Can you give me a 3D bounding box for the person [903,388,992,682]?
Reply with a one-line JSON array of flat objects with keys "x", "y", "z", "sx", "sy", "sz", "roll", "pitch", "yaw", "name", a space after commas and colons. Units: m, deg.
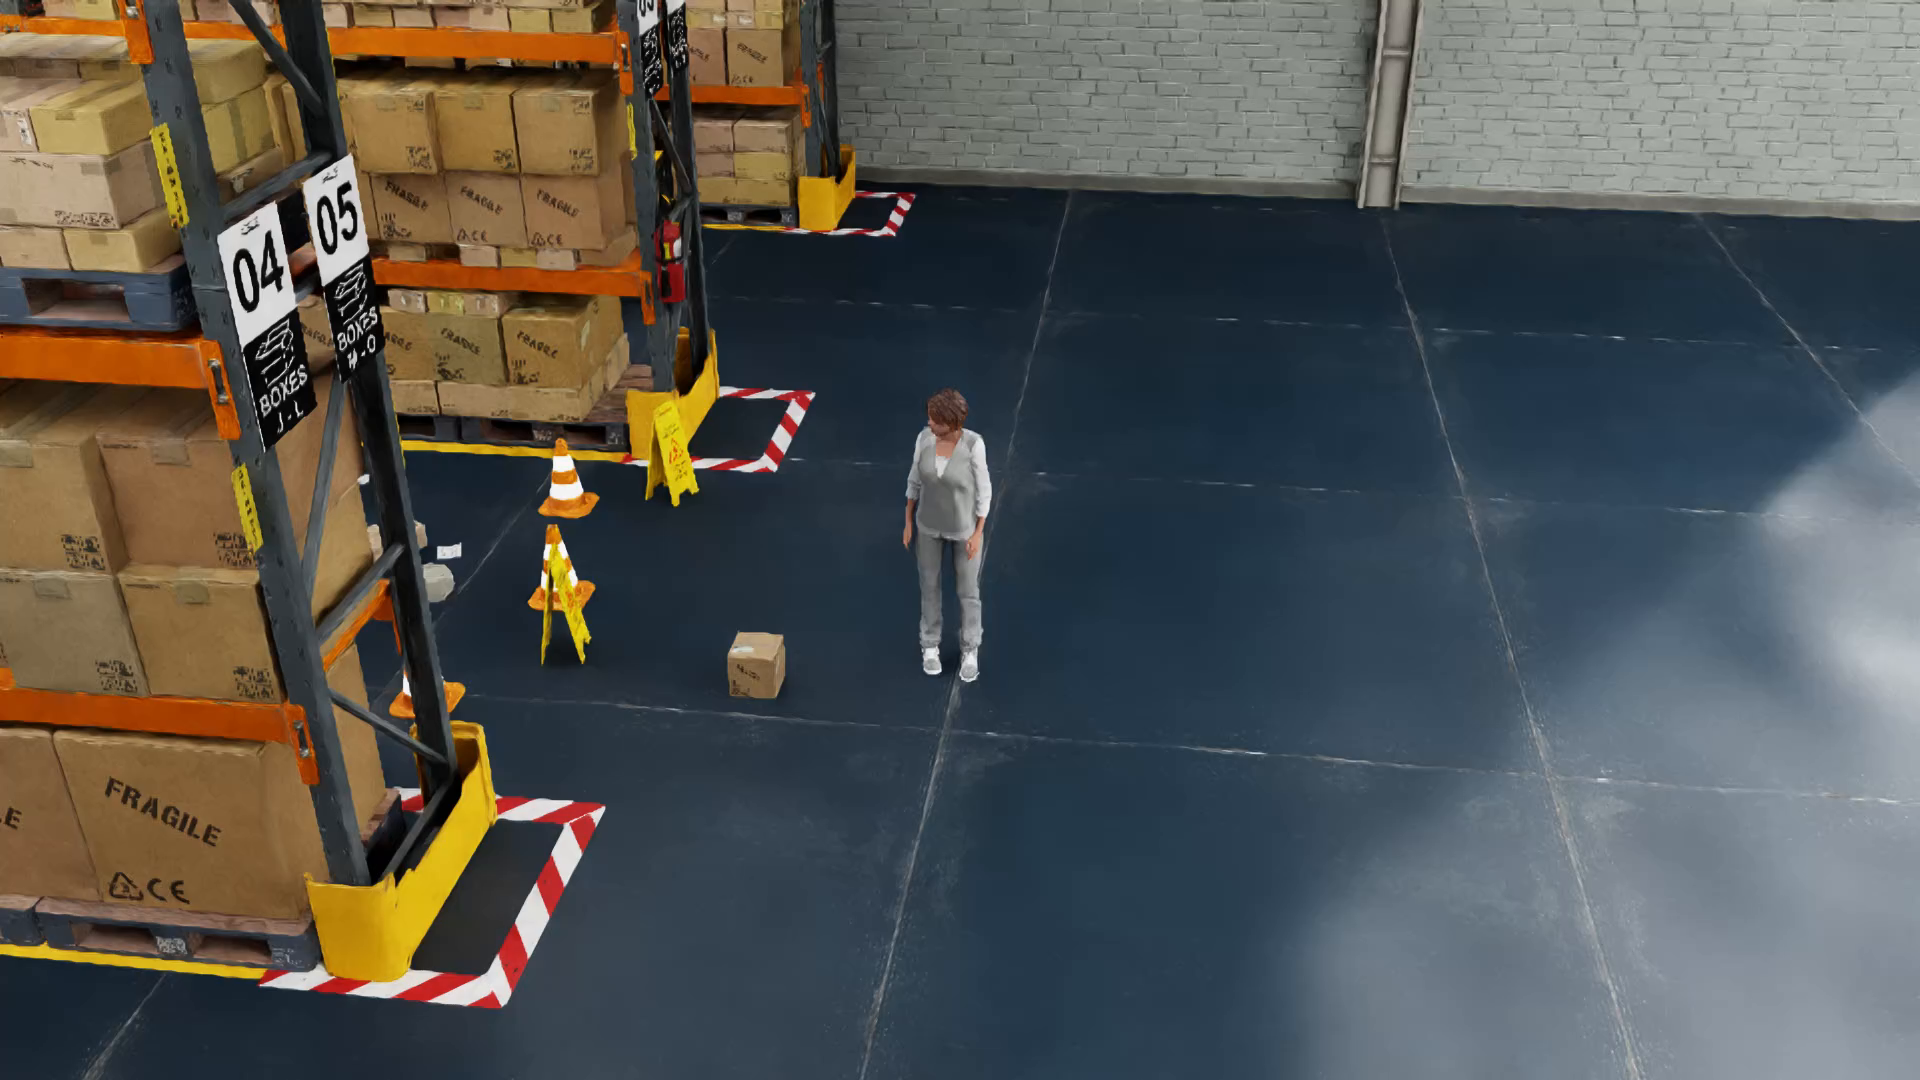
[{"x": -0.065, "y": -0.031, "z": 8.674, "sx": 0.460, "sy": 1.632, "sz": 0.363, "roll": 9, "pitch": 30, "yaw": 17, "name": "person"}]
